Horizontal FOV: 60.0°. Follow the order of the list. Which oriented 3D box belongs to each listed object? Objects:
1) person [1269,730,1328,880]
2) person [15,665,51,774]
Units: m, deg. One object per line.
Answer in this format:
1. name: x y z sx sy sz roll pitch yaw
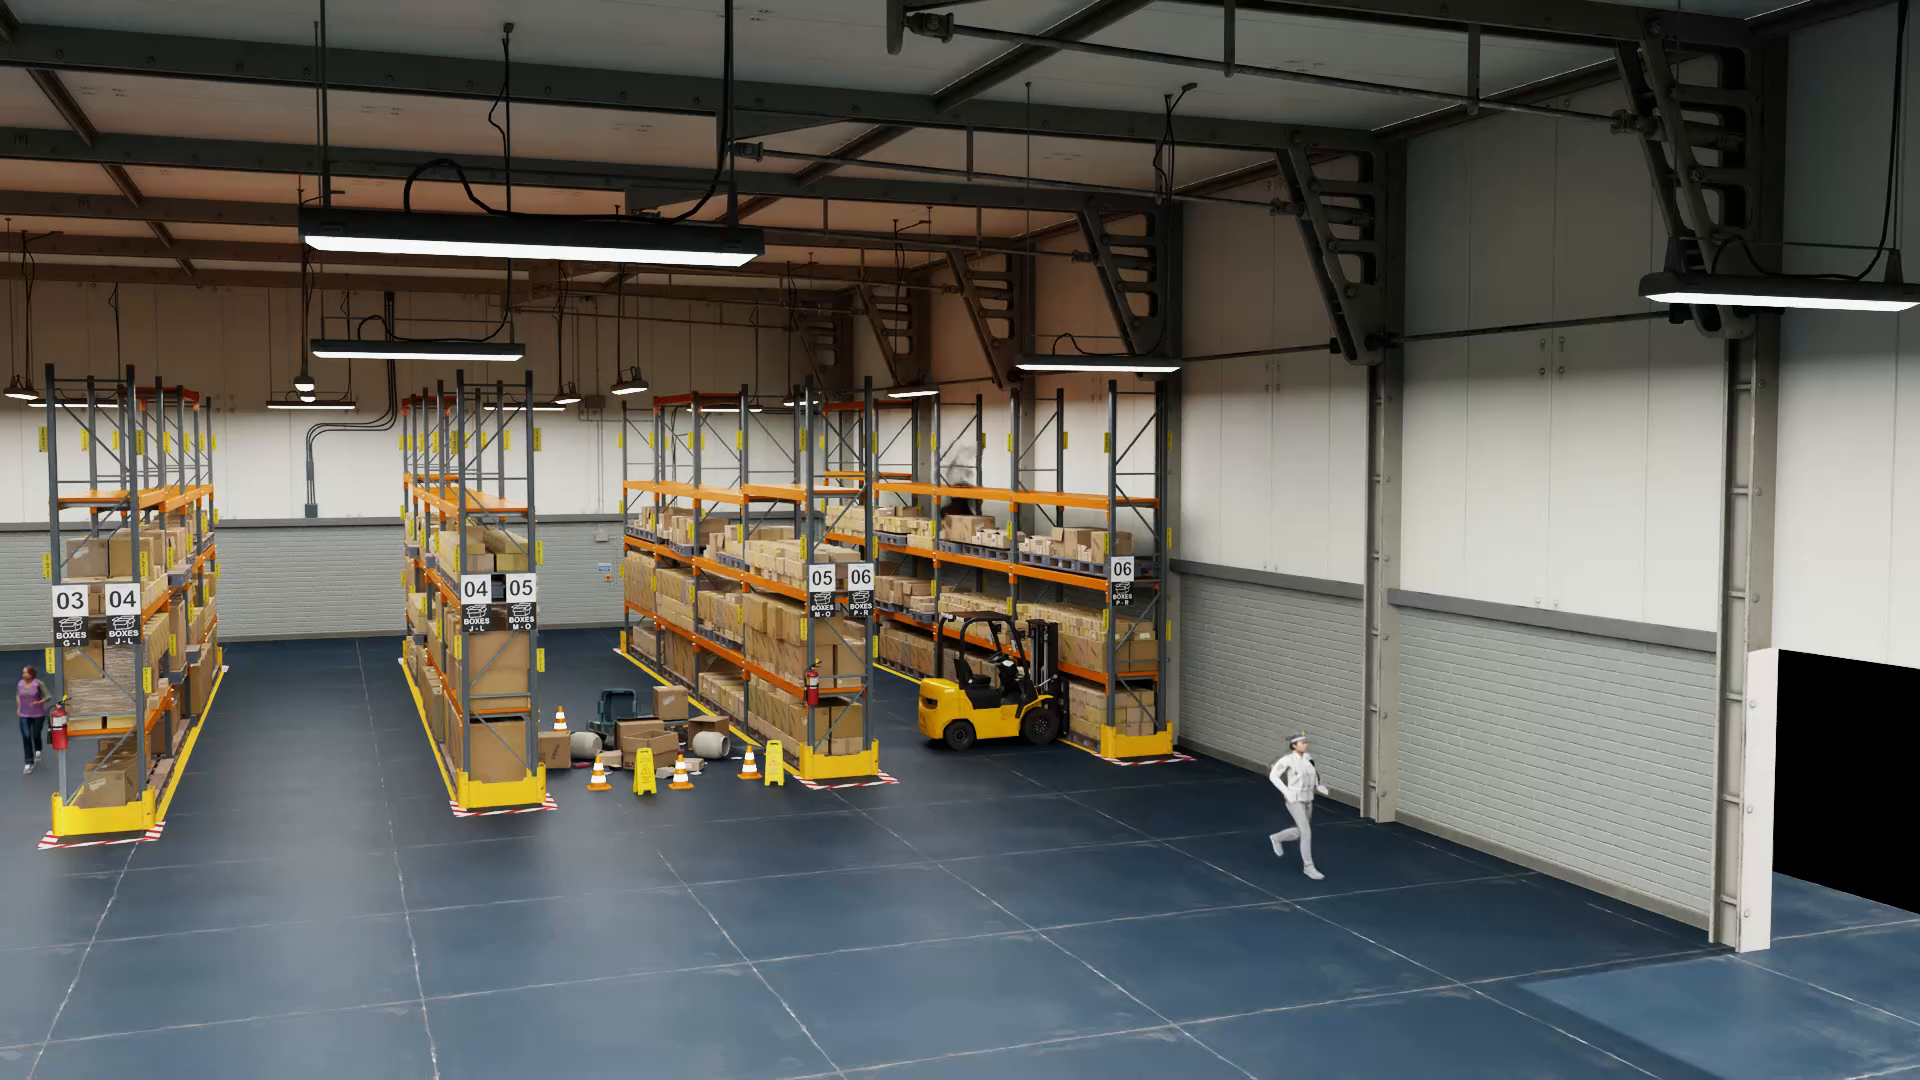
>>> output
1. person: 3.914 3.044 19.339 0.618 1.696 0.822 -3 4 -39
2. person: -14.213 2.722 25.501 0.526 1.592 0.815 -1 3 -16
